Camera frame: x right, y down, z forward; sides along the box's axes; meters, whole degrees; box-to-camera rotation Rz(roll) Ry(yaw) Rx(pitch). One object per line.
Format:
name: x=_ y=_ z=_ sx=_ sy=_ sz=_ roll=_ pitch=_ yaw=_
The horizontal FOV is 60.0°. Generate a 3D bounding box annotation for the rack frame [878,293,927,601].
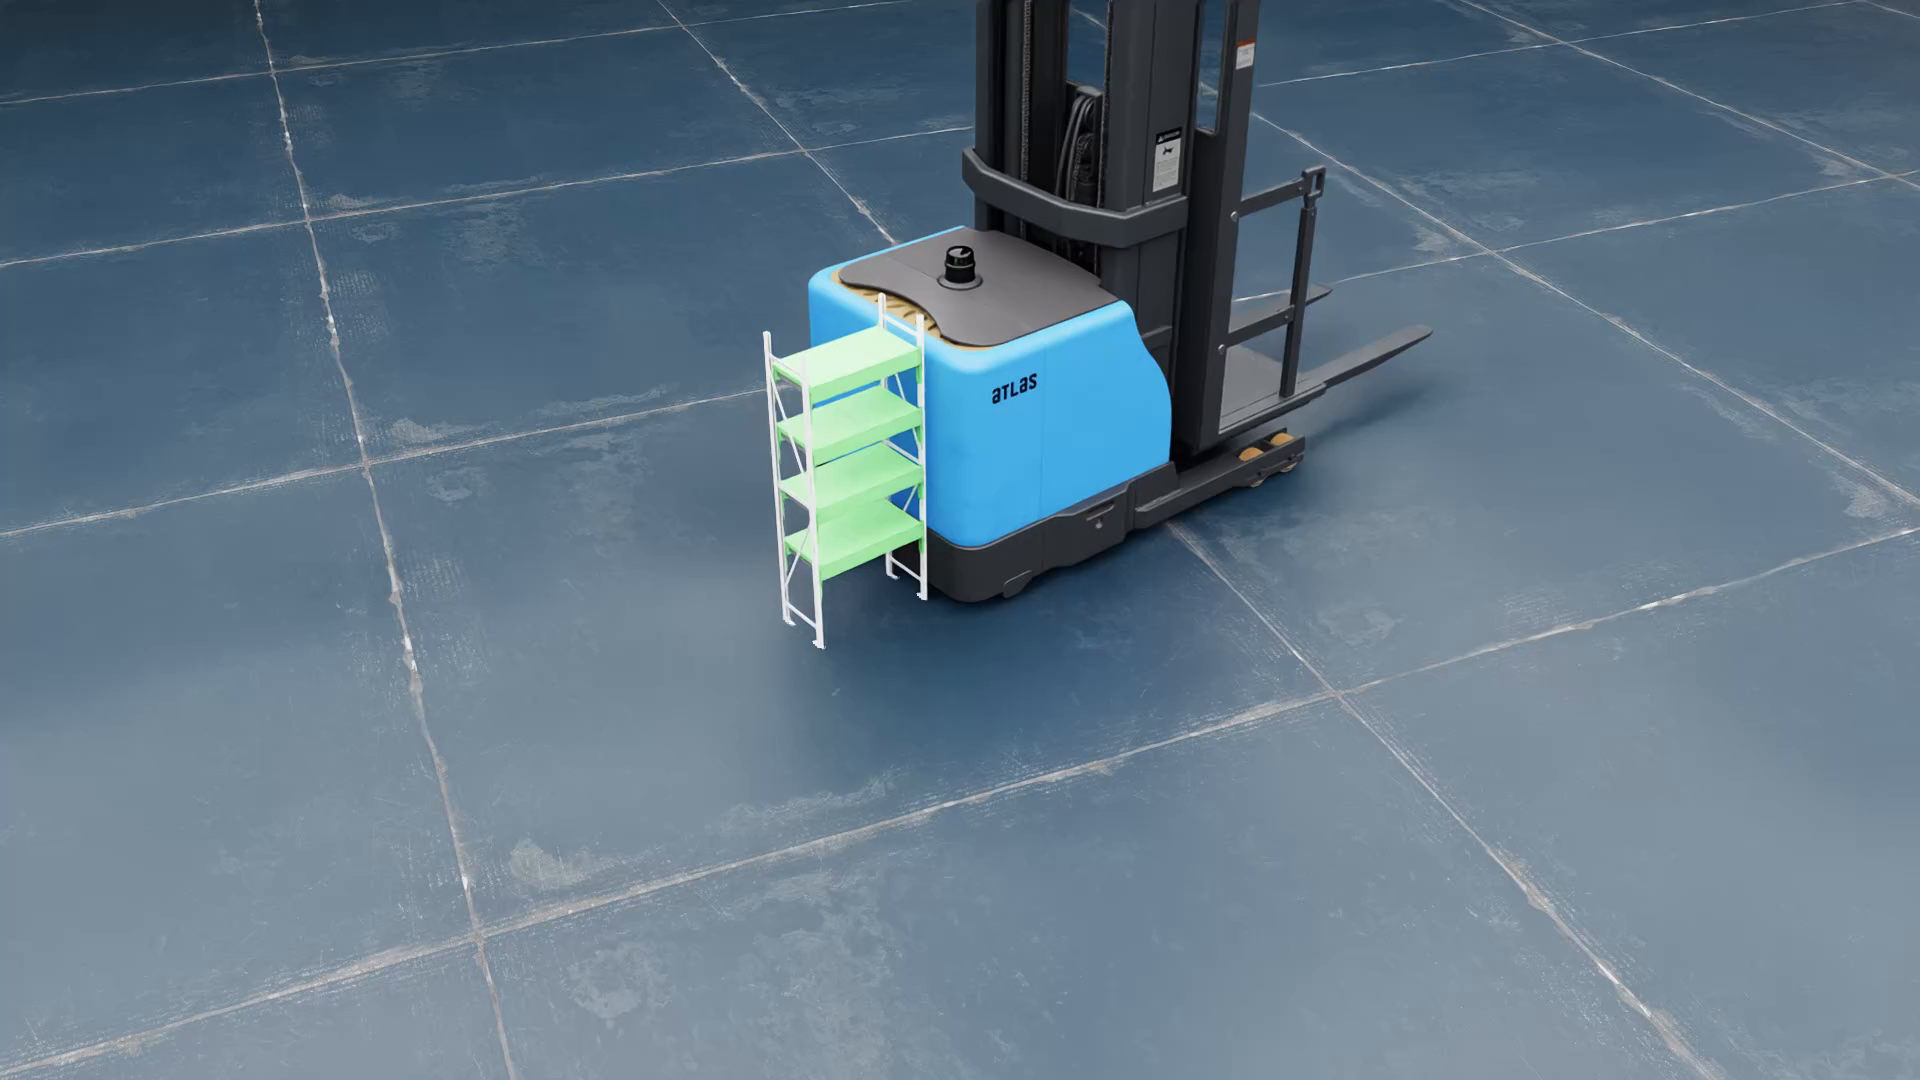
rack frame: x=-0.207 y=-0.320 z=6.142 sx=0.015 sy=1.200 sz=0.240 roll=-24 pitch=40 yaw=-32

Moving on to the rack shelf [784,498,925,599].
rack shelf: x=-0.396 y=0.019 z=6.178 sx=0.480 sy=0.148 sz=0.258 roll=-24 pitch=40 yaw=-32

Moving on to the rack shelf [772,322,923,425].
rack shelf: x=-0.396 y=-0.585 z=5.786 sx=0.480 sy=0.148 sz=0.258 roll=-24 pitch=40 yaw=-32

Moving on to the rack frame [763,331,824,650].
rack frame: x=-0.584 y=-0.151 z=5.883 sx=0.015 sy=1.200 sz=0.240 roll=-24 pitch=40 yaw=-32

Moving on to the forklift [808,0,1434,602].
forklift: x=0.863 y=-1.655 z=6.606 sx=3.031 sy=2.935 sz=1.130 roll=-24 pitch=40 yaw=-32

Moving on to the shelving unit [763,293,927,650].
shelving unit: x=-0.396 y=-0.236 z=6.012 sx=0.503 sy=1.200 sz=0.258 roll=-24 pitch=40 yaw=-32

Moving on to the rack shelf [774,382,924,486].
rack shelf: x=-0.396 y=-0.384 z=5.916 sx=0.480 sy=0.148 sz=0.258 roll=-24 pitch=40 yaw=-32

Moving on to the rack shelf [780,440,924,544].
rack shelf: x=-0.396 y=-0.182 z=6.047 sx=0.480 sy=0.148 sz=0.258 roll=-24 pitch=40 yaw=-32
